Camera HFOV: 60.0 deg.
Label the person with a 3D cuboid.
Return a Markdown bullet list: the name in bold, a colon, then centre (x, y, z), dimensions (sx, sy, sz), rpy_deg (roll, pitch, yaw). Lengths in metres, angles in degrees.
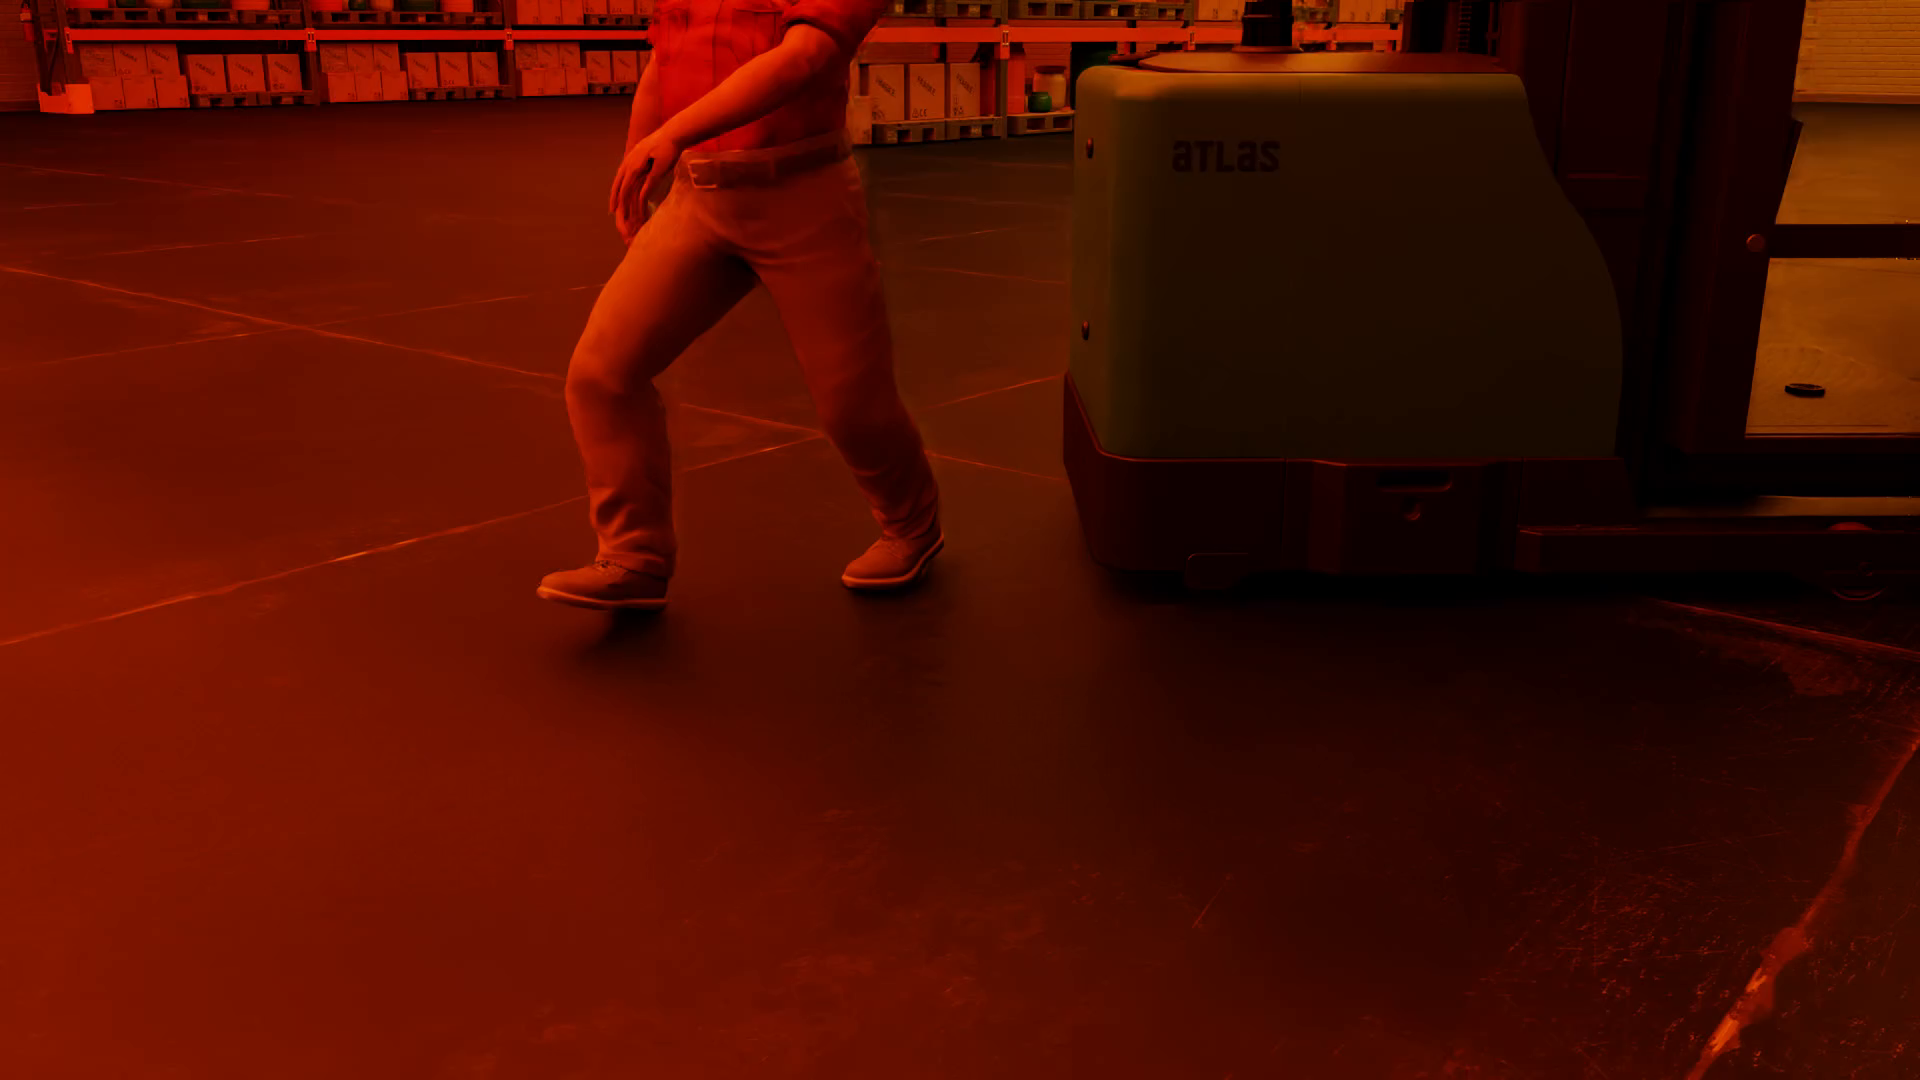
- **person**: centre (-0.454, -0.657, 3.307), dimensions (0.707, 1.639, 0.840), rpy_deg (8, 19, 25)

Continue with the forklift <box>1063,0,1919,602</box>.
- **forklift**: centre (1.794, -1.427, 3.595), dimensions (3.031, 2.935, 1.130), rpy_deg (0, 17, -1)
